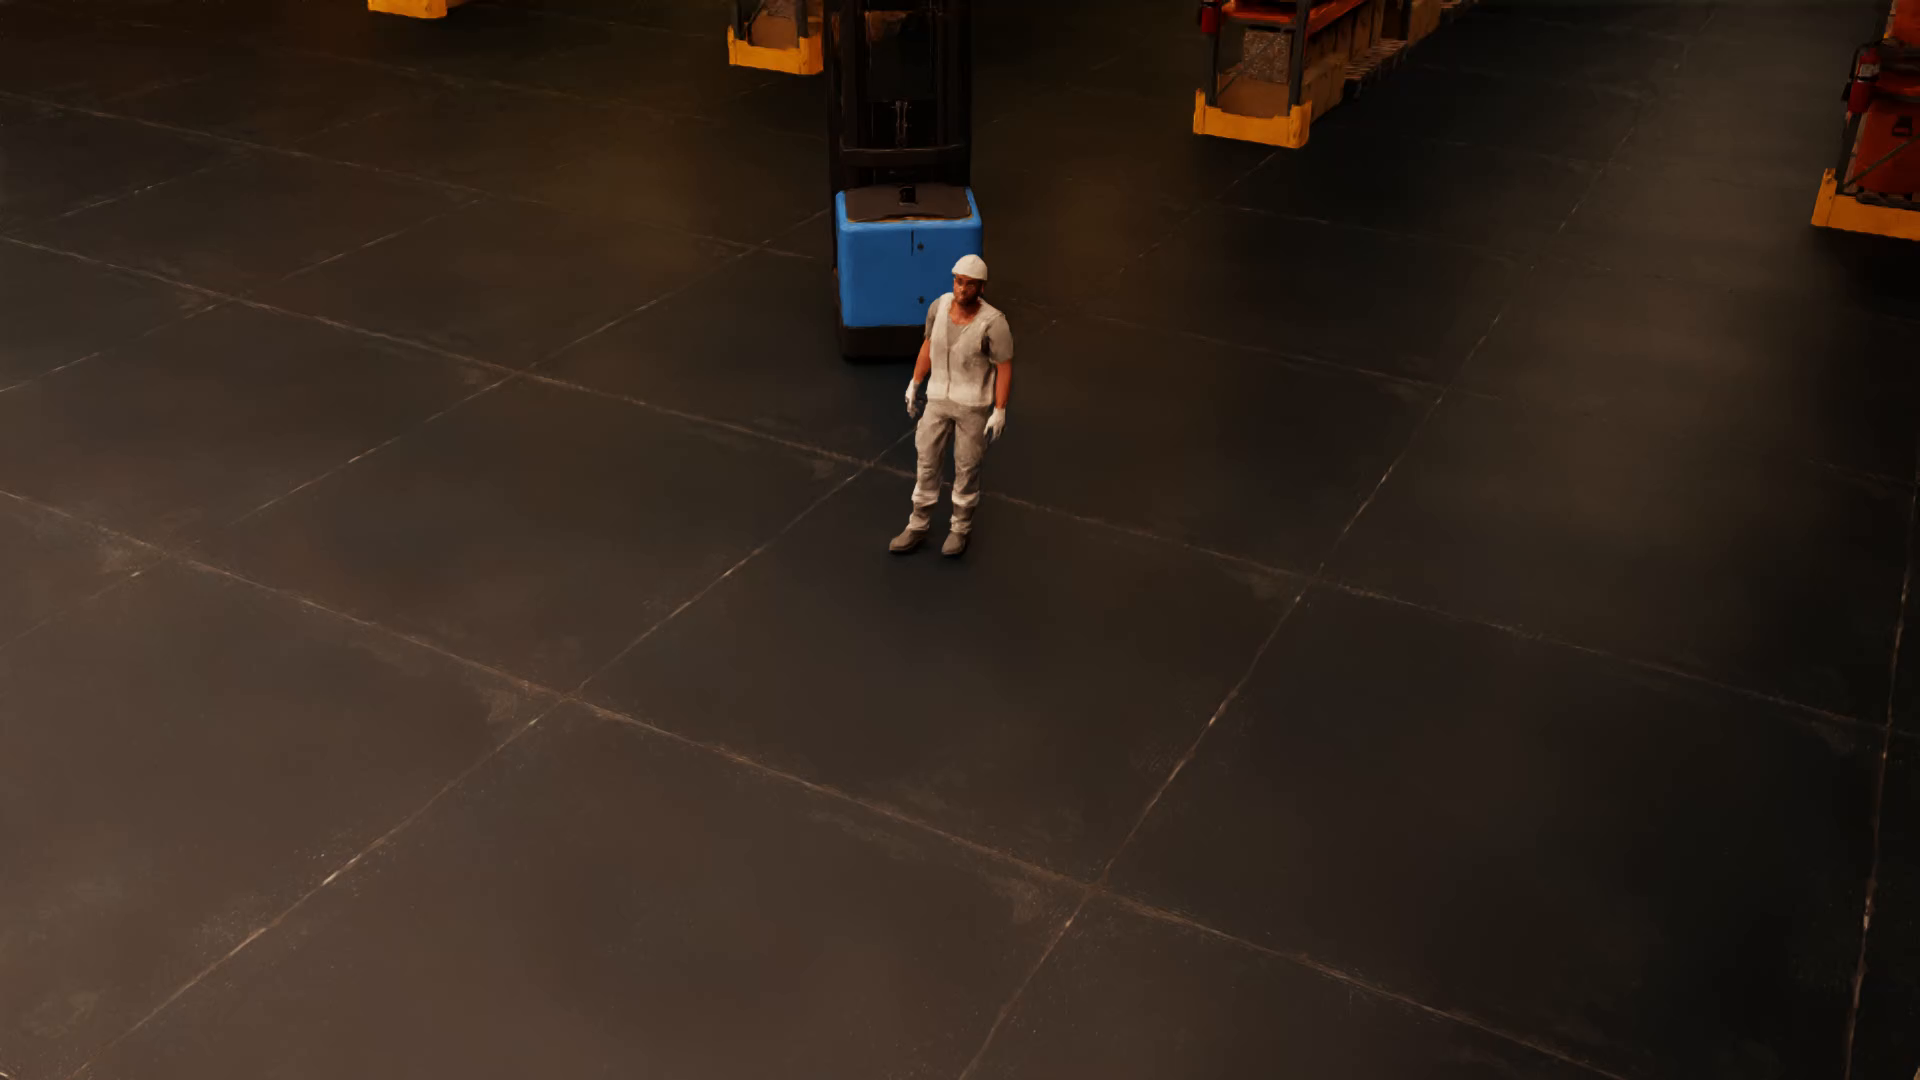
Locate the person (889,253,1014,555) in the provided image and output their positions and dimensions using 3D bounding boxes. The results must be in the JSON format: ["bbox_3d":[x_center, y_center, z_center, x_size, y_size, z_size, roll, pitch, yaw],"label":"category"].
[{"bbox_3d":[-0.049,-0.748,9.496,0.637,1.787,0.563,15,33,25],"label":"person"}]

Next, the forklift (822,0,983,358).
[{"bbox_3d":[-0.489,-3.316,12.817,1.130,2.935,3.031,-3,30,-5],"label":"forklift"}]
